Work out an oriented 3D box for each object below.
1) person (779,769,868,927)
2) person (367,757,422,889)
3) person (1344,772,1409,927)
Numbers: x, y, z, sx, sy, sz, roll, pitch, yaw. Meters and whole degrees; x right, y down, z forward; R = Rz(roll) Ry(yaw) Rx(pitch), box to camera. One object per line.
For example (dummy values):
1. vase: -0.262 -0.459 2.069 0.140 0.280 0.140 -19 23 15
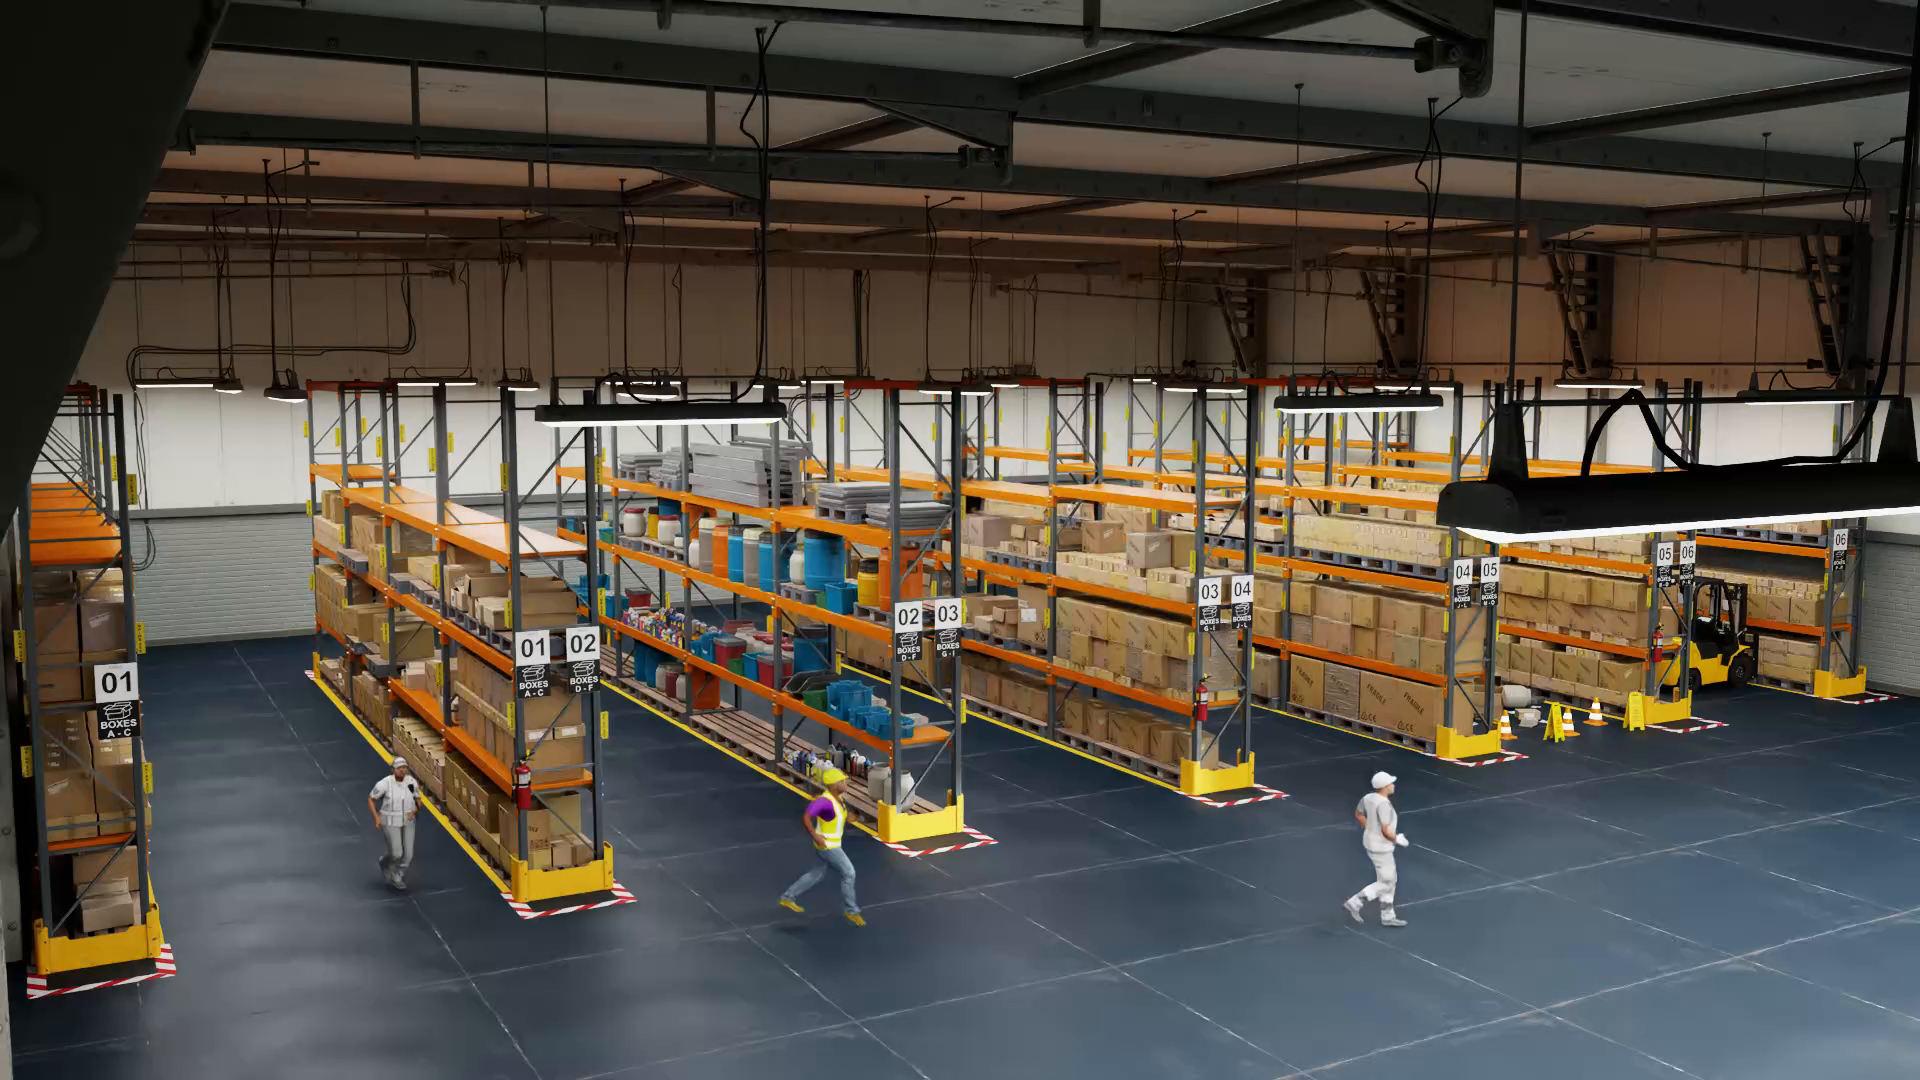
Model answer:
1. person: -1.548 3.482 18.782 1.007 1.829 0.643 -1 6 -7
2. person: -6.757 3.408 20.015 0.600 1.607 0.529 -5 8 -41
3. person: 4.664 3.474 18.655 0.782 1.780 0.684 -1 6 -7
